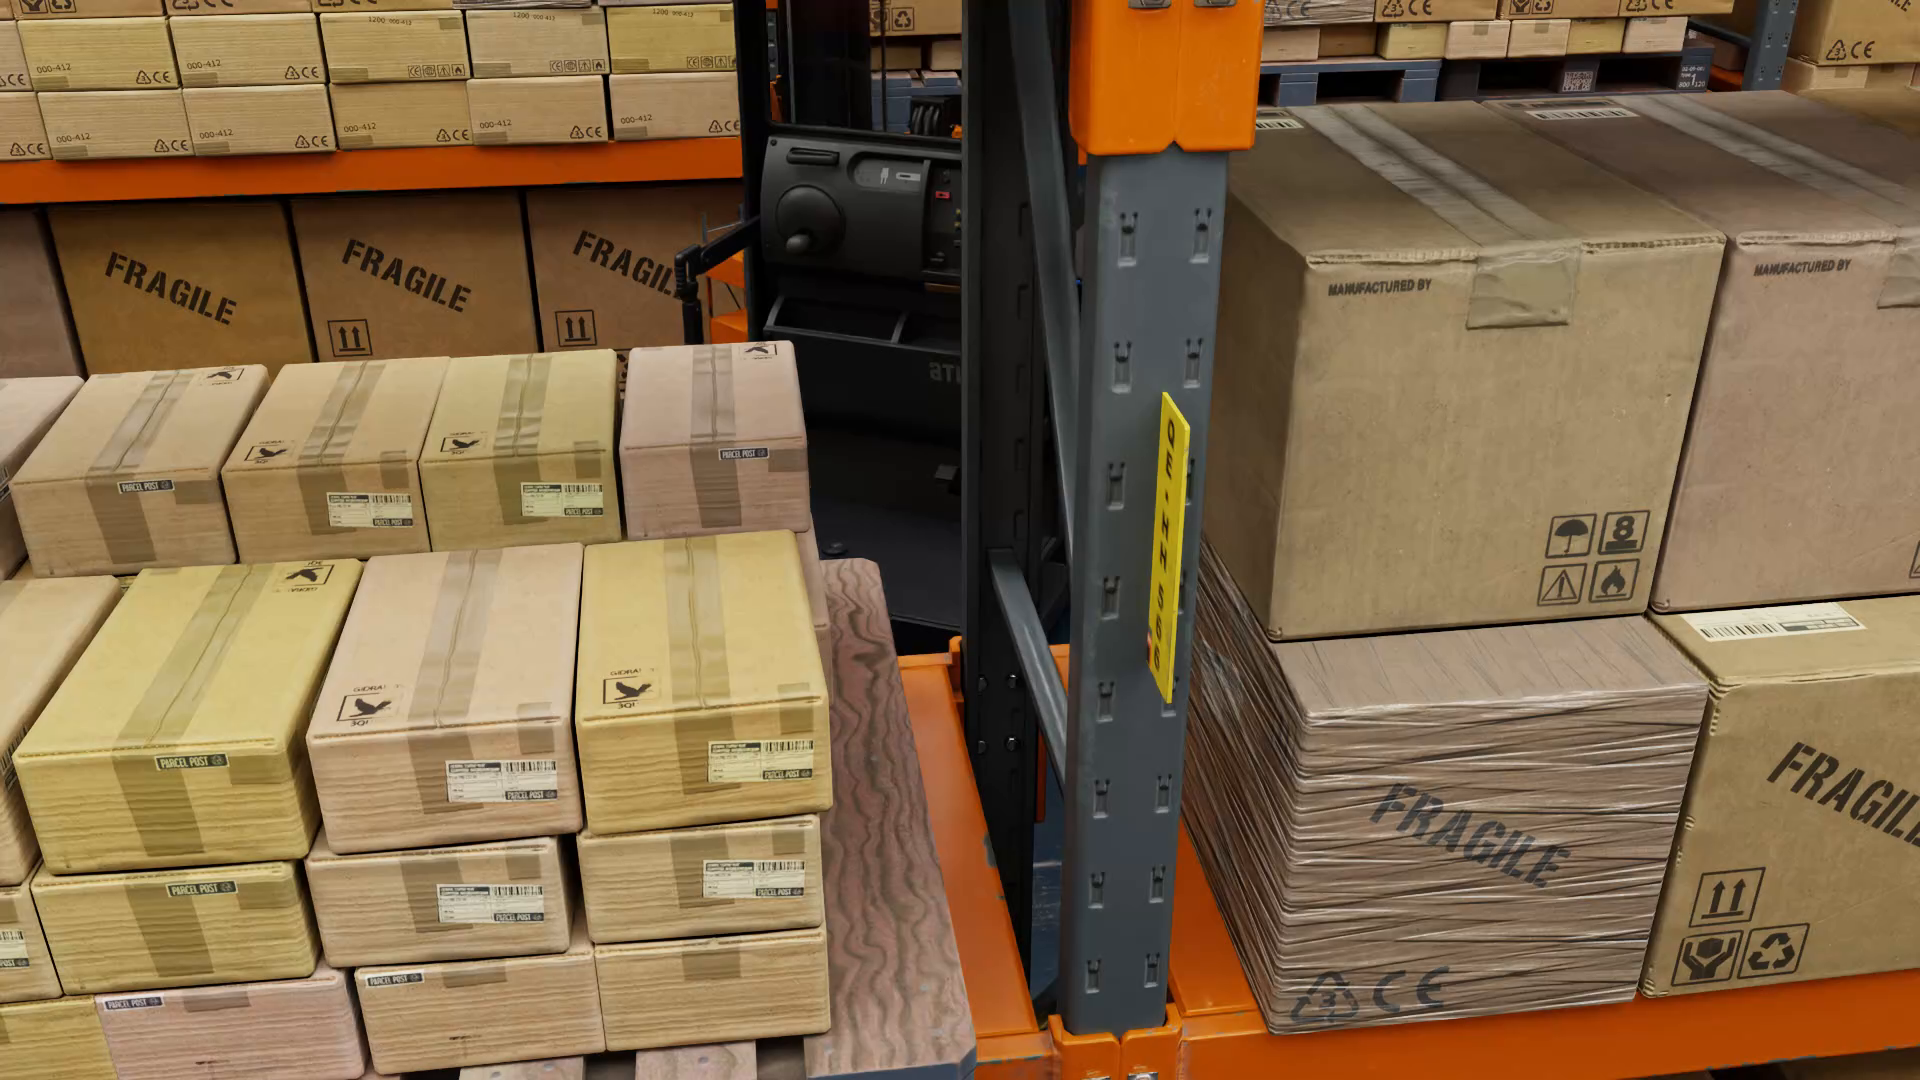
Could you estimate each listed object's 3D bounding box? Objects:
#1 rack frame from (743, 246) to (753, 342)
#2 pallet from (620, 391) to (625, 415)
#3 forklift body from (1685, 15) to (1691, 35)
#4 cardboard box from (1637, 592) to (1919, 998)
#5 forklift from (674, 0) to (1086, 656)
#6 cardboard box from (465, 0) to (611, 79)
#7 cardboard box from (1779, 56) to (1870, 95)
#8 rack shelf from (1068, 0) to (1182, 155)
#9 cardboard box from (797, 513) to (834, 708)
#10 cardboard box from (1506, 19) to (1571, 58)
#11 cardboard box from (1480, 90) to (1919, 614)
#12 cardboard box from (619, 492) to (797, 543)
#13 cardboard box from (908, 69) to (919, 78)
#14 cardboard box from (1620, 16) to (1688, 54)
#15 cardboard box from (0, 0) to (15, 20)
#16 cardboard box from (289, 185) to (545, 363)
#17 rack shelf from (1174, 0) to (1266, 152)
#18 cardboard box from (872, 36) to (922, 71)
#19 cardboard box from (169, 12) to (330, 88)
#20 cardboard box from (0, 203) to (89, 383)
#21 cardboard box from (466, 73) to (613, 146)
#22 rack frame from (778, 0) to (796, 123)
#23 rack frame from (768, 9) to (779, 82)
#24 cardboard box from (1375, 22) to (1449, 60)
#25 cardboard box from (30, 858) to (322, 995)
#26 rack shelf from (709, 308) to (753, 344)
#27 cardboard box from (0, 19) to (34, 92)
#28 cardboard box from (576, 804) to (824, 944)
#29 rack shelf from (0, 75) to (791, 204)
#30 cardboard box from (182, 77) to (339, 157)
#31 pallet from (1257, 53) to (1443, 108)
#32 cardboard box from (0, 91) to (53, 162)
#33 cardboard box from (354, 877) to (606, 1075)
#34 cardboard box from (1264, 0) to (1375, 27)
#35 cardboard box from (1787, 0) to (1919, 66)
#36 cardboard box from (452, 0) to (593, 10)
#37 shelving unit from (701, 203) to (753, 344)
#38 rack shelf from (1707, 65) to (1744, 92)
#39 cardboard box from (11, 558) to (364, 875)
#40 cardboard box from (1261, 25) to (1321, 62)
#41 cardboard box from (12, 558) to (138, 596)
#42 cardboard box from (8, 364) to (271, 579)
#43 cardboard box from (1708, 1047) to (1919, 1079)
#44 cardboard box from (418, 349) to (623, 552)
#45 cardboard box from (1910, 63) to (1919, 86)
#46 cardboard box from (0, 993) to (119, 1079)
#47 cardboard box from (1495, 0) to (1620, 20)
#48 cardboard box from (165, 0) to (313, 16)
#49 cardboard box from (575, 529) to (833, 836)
[{"bbox_3d":[-0.749,-0.745,6.552,0.008,1.050,0.200,24,36,38],"label":"rack frame"},{"bbox_3d":[-1.448,-0.729,7.439,1.213,0.211,1.003,-4,27,-7],"label":"pallet"},{"bbox_3d":[4.947,-3.415,10.549,1.214,2.155,2.313,-4,27,-7],"label":"forklift body"},{"bbox_3d":[1.119,0.261,2.345,0.500,0.500,0.500,-4,27,-8],"label":"cardboard box"},{"bbox_3d":[-0.257,-0.991,4.972,1.130,2.935,3.031,10,29,18],"label":"forklift"},{"bbox_3d":[-1.608,-1.961,6.403,0.500,0.250,0.500,-4,27,-8],"label":"cardboard box"},{"bbox_3d":[3.661,-2.003,7.143,0.250,0.149,0.380,-4,27,-7],"label":"cardboard box"},{"bbox_3d":[-1.847,-0.641,1.716,4.000,0.370,1.077,-4,27,-7],"label":"rack shelf"},{"bbox_3d":[-0.338,0.108,2.569,0.250,0.149,0.380,-4,27,-8],"label":"cardboard box"},{"bbox_3d":[2.320,-2.116,6.903,0.250,0.149,0.380,-4,27,-8],"label":"cardboard box"},{"bbox_3d":[1.080,-0.300,2.344,0.500,0.500,0.700,-4,27,-8],"label":"cardboard box"},{"bbox_3d":[-0.373,-0.021,2.495,0.250,0.149,0.380,-2,27,-5],"label":"cardboard box"},{"bbox_3d":[-0.086,-3.438,11.806,0.625,0.625,0.875,-3,27,-5],"label":"cardboard box"},{"bbox_3d":[2.834,-2.157,6.984,0.250,0.149,0.380,-3,27,-6],"label":"cardboard box"},{"bbox_3d":[-3.642,-2.163,5.975,0.500,0.500,0.500,-4,27,-7],"label":"cardboard box"},{"bbox_3d":[-2.236,-1.166,7.103,0.875,0.875,0.875,-3,27,-6],"label":"cardboard box"},{"bbox_3d":[2.114,-0.896,2.212,4.000,0.370,1.077,-4,27,-7],"label":"rack shelf"},{"bbox_3d":[-0.309,-1.997,6.671,0.250,0.149,0.380,-5,28,-10],"label":"cardboard box"},{"bbox_3d":[-2.626,-1.886,6.257,0.500,0.250,0.500,-4,28,-9],"label":"cardboard box"},{"bbox_3d":[-4.015,-1.048,6.874,0.875,0.875,0.875,-3,27,-6],"label":"cardboard box"},{"bbox_3d":[-1.625,-1.729,6.499,0.500,0.250,0.500,-3,27,-6],"label":"cardboard box"},{"bbox_3d":[-0.656,-1.985,6.833,0.127,3.000,1.000,-4,27,-7],"label":"rack frame"},{"bbox_3d":[-1.352,-4.229,11.206,0.127,3.000,1.000,-4,27,-7],"label":"rack frame"},{"bbox_3d":[1.821,-2.099,6.870,0.250,0.149,0.380,-4,27,-7],"label":"cardboard box"},{"bbox_3d":[-0.817,0.312,1.846,0.250,0.149,0.380,-3,27,-6],"label":"cardboard box"},{"bbox_3d":[-0.837,-0.774,6.632,0.240,0.259,0.215,24,36,38],"label":"rack shelf"},{"bbox_3d":[-3.630,-1.833,6.153,0.500,0.250,0.500,-3,27,-6],"label":"cardboard box"},{"bbox_3d":[-0.292,0.276,1.916,0.250,0.149,0.380,-3,27,-6],"label":"cardboard box"},{"bbox_3d":[-2.637,-1.538,6.750,4.000,0.370,1.077,-4,27,-7],"label":"rack shelf"},{"bbox_3d":[-2.627,-1.659,6.363,0.500,0.250,0.500,-4,27,-8],"label":"cardboard box"},{"bbox_3d":[1.298,-2.044,7.159,1.213,0.211,1.003,-4,27,-7],"label":"pallet"},{"bbox_3d":[-3.633,-1.606,6.259,0.500,0.250,0.500,-4,27,-8],"label":"cardboard box"},{"bbox_3d":[-0.537,0.425,1.951,0.250,0.149,0.380,-4,27,-7],"label":"cardboard box"},{"bbox_3d":[1.358,-2.374,6.696,0.500,0.500,0.500,-5,28,-9],"label":"cardboard box"},{"bbox_3d":[3.779,-2.318,7.047,0.500,0.500,0.500,-4,27,-7],"label":"cardboard box"},{"bbox_3d":[-1.639,-2.287,6.217,0.500,0.500,0.500,-3,27,-6],"label":"cardboard box"},{"bbox_3d":[-0.837,-0.784,6.628,0.252,1.050,0.215,24,36,38],"label":"shelving unit"},{"bbox_3d":[5.285,-2.047,7.741,4.000,0.370,1.077,-4,27,-7],"label":"rack shelf"},{"bbox_3d":[-0.797,0.176,1.784,0.250,0.149,0.380,-3,27,-6],"label":"cardboard box"},{"bbox_3d":[1.298,-2.078,6.829,0.250,0.149,0.380,-3,27,-5],"label":"cardboard box"},{"bbox_3d":[-1.155,0.031,2.392,0.250,0.149,0.380,-4,27,-7],"label":"cardboard box"},{"bbox_3d":[-1.123,-0.103,2.329,0.250,0.149,0.380,-5,28,-9],"label":"cardboard box"},{"bbox_3d":[1.614,1.005,3.010,0.750,0.750,1.050,-3,27,-6],"label":"cardboard box"},{"bbox_3d":[-0.617,-0.134,2.388,0.250,0.149,0.380,-4,27,-9],"label":"cardboard box"},{"bbox_3d":[4.163,-2.073,7.280,0.250,0.149,0.380,-4,27,-7],"label":"cardboard box"},{"bbox_3d":[-1.039,0.456,1.891,0.250,0.149,0.380,-4,27,-8],"label":"cardboard box"},{"bbox_3d":[2.388,-2.438,6.821,0.500,0.500,0.500,-4,27,-7],"label":"cardboard box"},{"bbox_3d":[-2.634,-2.230,6.105,0.500,0.500,0.500,-4,27,-8],"label":"cardboard box"},{"bbox_3d":[-0.288,0.145,1.846,0.250,0.149,0.380,-5,28,-9],"label":"cardboard box"}]
